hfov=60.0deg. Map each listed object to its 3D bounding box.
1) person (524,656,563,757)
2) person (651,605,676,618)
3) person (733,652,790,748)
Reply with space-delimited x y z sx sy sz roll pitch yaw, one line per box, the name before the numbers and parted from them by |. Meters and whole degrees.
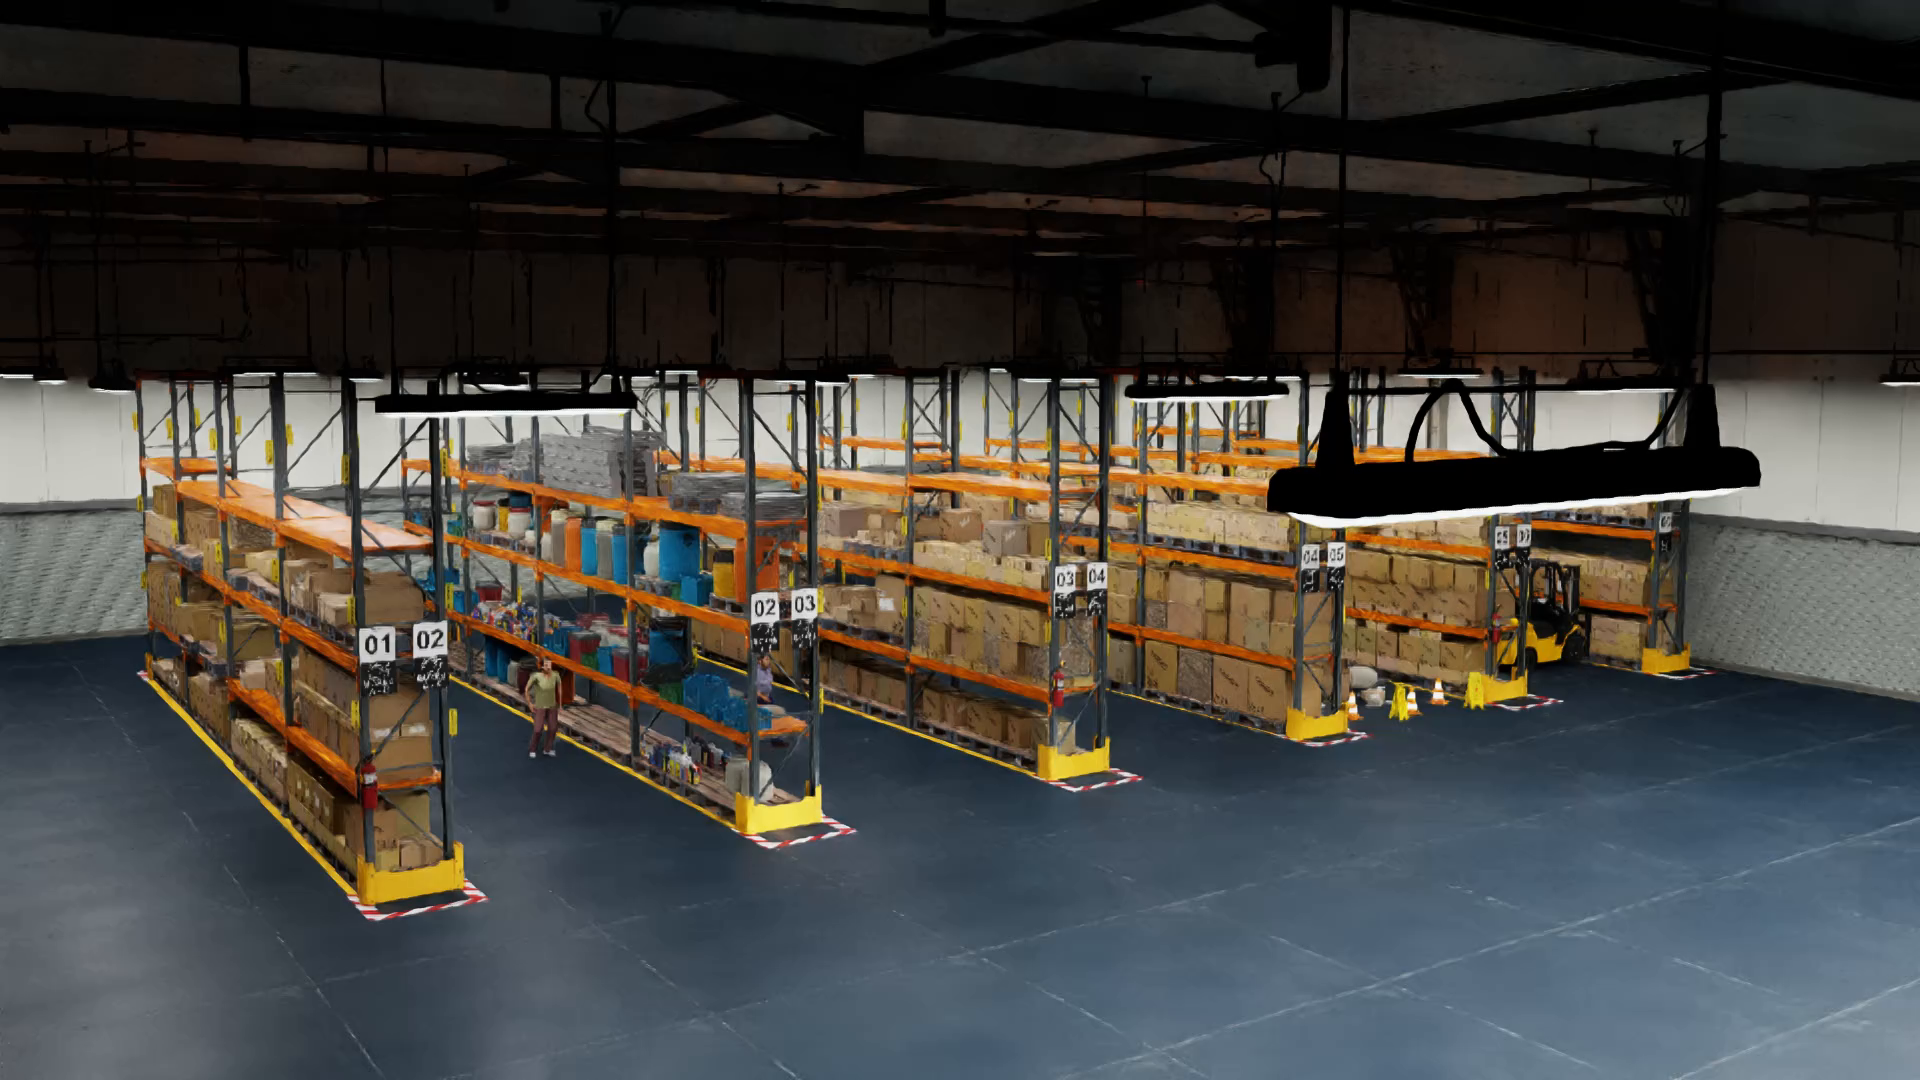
person | -6.519 2.600 26.039 0.580 1.619 0.507 -4 8 -35
person | -5.828 1.764 32.870 0.562 1.706 1.122 -4 8 -32
person | -3.218 2.536 26.628 0.821 1.577 0.647 5 8 38
